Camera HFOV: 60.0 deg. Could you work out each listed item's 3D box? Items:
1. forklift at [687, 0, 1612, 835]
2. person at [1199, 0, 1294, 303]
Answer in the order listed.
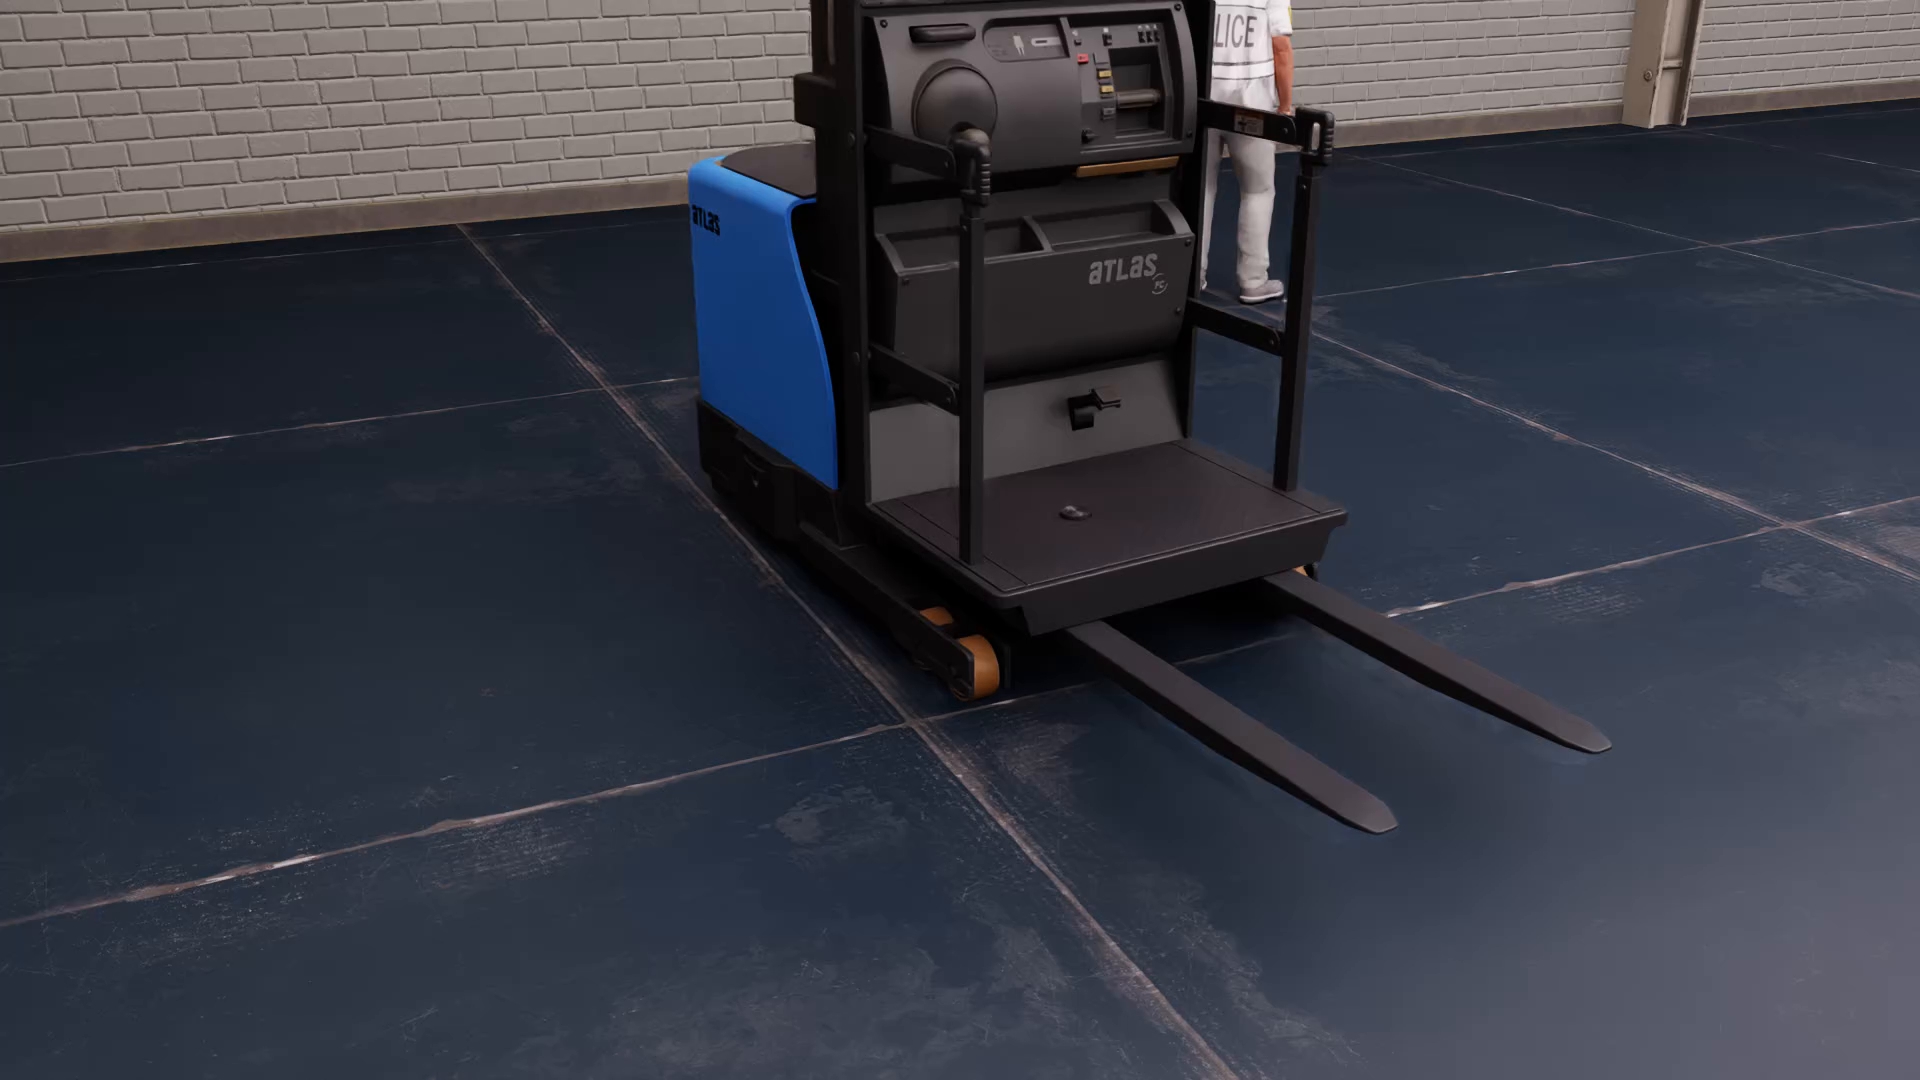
[{"bbox_3d":[0.318,-1.153,4.061,1.130,2.935,3.031,-13,26,-28],"label":"forklift"},{"bbox_3d":[1.215,-1.962,7.550,0.590,1.746,0.442,8,24,19],"label":"person"}]
